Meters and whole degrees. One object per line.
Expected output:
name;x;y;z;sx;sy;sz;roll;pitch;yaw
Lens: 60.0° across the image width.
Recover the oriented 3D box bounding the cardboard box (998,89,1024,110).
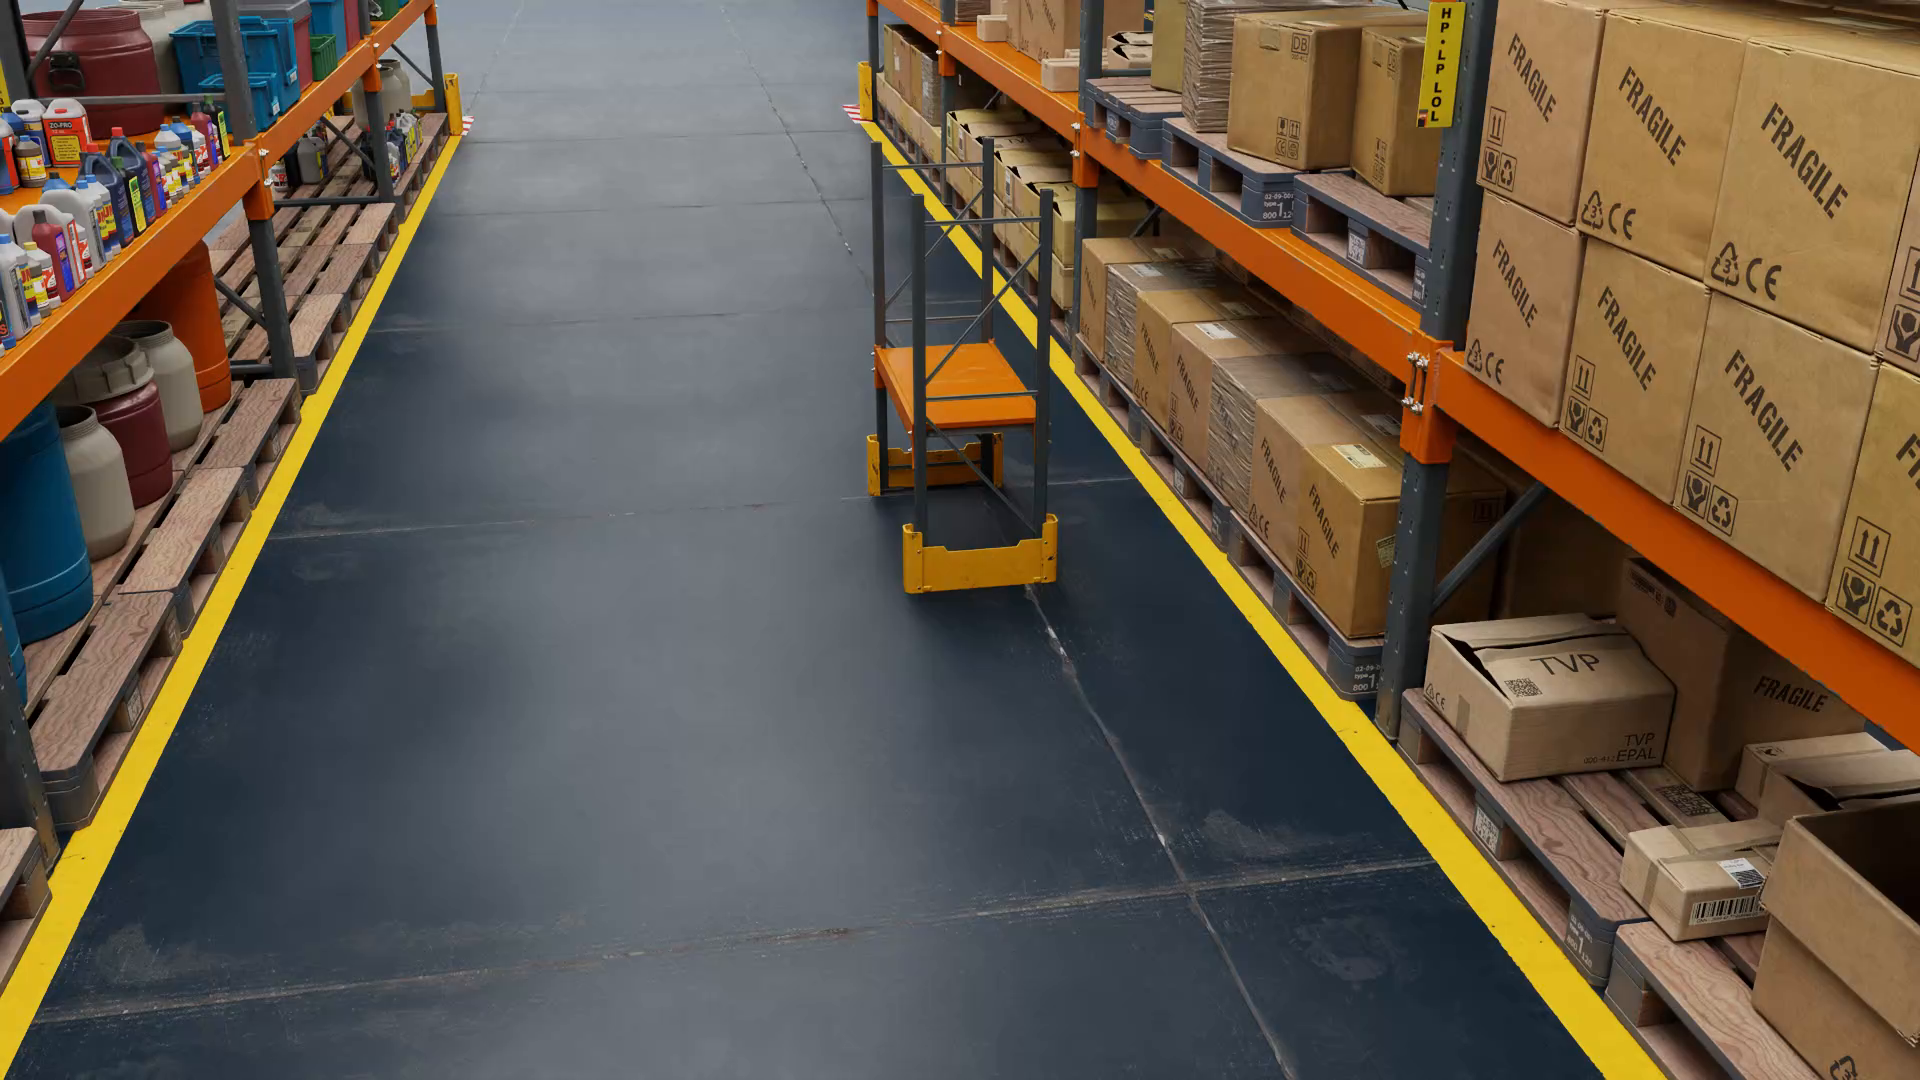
cardboard box;0.584;-3.419;12.804;0.500;0.500;0.500;-4;24;-10

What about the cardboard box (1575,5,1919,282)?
cardboard box;1.747;-0.885;3.655;0.500;0.500;0.500;-5;24;-11

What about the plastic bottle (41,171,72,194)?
plastic bottle;-3.125;-1.146;5.786;0.097;0.271;0.097;0;24;0

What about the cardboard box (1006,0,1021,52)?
cardboard box;0.585;-3.472;10.828;0.500;0.500;0.500;-3;24;-6

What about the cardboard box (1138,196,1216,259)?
cardboard box;1.293;-1.781;9.290;0.500;0.311;0.500;-4;24;-8

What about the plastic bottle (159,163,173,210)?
plastic bottle;-3.101;-1.375;6.398;0.097;0.201;0.097;0;24;0

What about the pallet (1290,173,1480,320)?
pallet;1.800;-1.025;5.589;1.003;0.211;1.213;-4;24;-10

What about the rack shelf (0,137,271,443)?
rack shelf;-3.398;-0.882;5.921;1.077;0.370;4.000;-4;24;-10

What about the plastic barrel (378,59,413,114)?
plastic barrel;-5.050;-3.945;14.618;0.421;0.512;0.421;0;24;0

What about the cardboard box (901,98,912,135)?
cardboard box;-0.222;-3.625;14.214;0.500;0.250;0.500;-4;24;-10

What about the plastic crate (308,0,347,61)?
plastic crate;-3.997;-3.154;10.243;0.392;0.384;0.575;-4;24;-10

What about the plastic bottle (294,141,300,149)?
plastic bottle;-4.945;-2.867;12.327;0.144;0.351;0.185;-6;24;-12

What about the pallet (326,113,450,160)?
pallet;-5.041;-3.521;14.548;1.003;0.211;1.213;-4;24;-10

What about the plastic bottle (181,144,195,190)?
plastic bottle;-3.173;-1.528;6.748;0.097;0.201;0.097;0;24;0

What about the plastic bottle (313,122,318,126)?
plastic bottle;-5.154;-3.226;13.247;0.097;0.271;0.097;0;24;0

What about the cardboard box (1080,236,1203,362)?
cardboard box;0.905;-1.220;8.368;0.500;0.500;0.500;-3;24;-7

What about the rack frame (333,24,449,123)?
rack frame;-5.247;-5.145;14.783;1.000;3.000;0.127;-4;24;-10

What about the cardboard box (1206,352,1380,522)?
cardboard box;1.293;-0.412;6.519;0.500;0.500;0.500;-4;24;-9

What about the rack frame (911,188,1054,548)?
rack frame;0.078;-0.521;6.069;0.500;1.500;0.032;-4;24;-10

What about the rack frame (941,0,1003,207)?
rack frame;0.362;-3.937;12.017;1.000;3.000;0.127;-4;24;-10

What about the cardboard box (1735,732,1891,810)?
cardboard box;2.353;0.661;4.502;0.380;0.149;0.250;-4;24;-10

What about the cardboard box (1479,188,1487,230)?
cardboard box;1.973;-1.232;5.173;0.700;0.500;0.500;-13;27;-27

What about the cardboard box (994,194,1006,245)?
cardboard box;0.478;-2.088;10.693;0.500;0.250;0.500;-4;24;-9

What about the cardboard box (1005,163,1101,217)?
cardboard box;0.569;-2.144;10.121;0.500;0.311;0.500;-4;24;-10

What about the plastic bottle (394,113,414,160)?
plastic bottle;-4.362;-3.149;12.973;0.144;0.351;0.185;-4;24;-10

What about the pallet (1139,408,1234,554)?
pallet;1.424;-0.311;7.197;1.003;0.211;1.213;-4;24;-10

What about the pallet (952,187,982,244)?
pallet;0.536;-2.372;11.918;1.003;0.211;1.213;-4;24;-10

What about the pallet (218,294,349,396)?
pallet;-3.873;-1.028;8.841;1.003;0.211;1.213;-4;24;-10

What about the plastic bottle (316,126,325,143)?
plastic bottle;-4.926;-3.036;12.797;0.061;0.283;0.133;-4;24;-10

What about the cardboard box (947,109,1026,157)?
cardboard box;0.193;-2.946;11.957;0.500;0.311;0.500;-4;24;-10

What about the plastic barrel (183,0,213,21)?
plastic barrel;-4.330;-2.783;9.205;0.433;0.535;0.433;0;24;0

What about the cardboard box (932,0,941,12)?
cardboard box;0.169;-4.364;12.869;0.700;0.500;0.500;-5;24;-10

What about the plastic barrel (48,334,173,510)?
plastic barrel;-3.451;-0.451;6.522;0.600;0.588;0.708;-4;24;-10

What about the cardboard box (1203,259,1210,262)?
cardboard box;1.293;-1.524;9.402;0.500;0.250;0.500;-4;24;-10

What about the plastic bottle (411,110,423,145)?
plastic bottle;-4.437;-3.368;13.557;0.061;0.283;0.133;-4;24;-8

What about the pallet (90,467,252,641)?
pallet;-3.358;0.065;6.337;1.003;0.211;1.213;-4;24;-10

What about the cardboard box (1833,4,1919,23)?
cardboard box;2.286;-0.913;3.720;0.500;0.500;0.500;-5;24;-11

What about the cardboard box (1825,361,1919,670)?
cardboard box;1.951;-0.018;2.918;0.500;0.500;0.500;-5;24;-10

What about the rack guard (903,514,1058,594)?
rack guard;0.078;0.051;6.320;0.587;0.250;0.087;-4;24;-10

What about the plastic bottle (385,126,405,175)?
plastic bottle;-4.249;-2.908;12.420;0.144;0.351;0.185;-4;24;-8

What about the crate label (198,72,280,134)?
crate label;-3.477;-2.115;8.055;0.303;0.233;0.416;-4;24;-10

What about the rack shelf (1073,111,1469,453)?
rack shelf;1.471;-1.247;6.757;1.077;0.370;4.000;-4;24;-10

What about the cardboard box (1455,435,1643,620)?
cardboard box;1.991;-0.055;5.701;0.500;0.500;0.500;-5;24;-12

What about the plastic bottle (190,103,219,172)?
plastic bottle;-3.231;-1.727;7.102;0.061;0.283;0.133;-4;24;-10

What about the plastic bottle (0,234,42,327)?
plastic bottle;-2.801;-0.768;4.922;0.097;0.271;0.097;0;24;0

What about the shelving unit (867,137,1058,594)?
shelving unit;-0.014;-0.717;6.518;0.587;1.500;1.083;-4;24;-10

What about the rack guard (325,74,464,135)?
rack guard;-5.186;-3.973;15.223;1.175;0.500;0.348;-4;24;-10

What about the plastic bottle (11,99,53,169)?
plastic bottle;-4.005;-1.748;7.159;0.152;0.276;0.135;-4;24;-10

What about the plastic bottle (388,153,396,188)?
plastic bottle;-4.135;-2.681;12.000;0.097;0.271;0.097;0;24;0

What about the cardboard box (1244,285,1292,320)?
cardboard box;1.600;-0.866;7.558;0.500;0.500;0.500;-5;24;-12

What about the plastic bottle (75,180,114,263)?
plastic bottle;-2.948;-1.080;5.635;0.097;0.271;0.097;0;24;0

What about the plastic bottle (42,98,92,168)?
plastic bottle;-3.856;-1.759;7.185;0.152;0.276;0.135;-4;24;-10

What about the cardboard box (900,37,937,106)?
cardboard box;-0.223;-3.969;14.064;0.500;0.500;0.500;-4;24;-10

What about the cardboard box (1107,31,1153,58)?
cardboard box;1.126;-2.689;9.271;0.500;0.311;0.500;-5;24;-10

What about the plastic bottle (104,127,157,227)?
plastic bottle;-3.074;-1.333;6.117;0.144;0.351;0.185;-4;24;-10

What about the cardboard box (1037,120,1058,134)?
cardboard box;0.821;-2.784;11.587;0.500;0.311;0.500;-4;24;-8

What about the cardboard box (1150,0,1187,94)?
cardboard box;1.328;-2.363;7.762;0.700;0.500;0.500;-13;27;-27
